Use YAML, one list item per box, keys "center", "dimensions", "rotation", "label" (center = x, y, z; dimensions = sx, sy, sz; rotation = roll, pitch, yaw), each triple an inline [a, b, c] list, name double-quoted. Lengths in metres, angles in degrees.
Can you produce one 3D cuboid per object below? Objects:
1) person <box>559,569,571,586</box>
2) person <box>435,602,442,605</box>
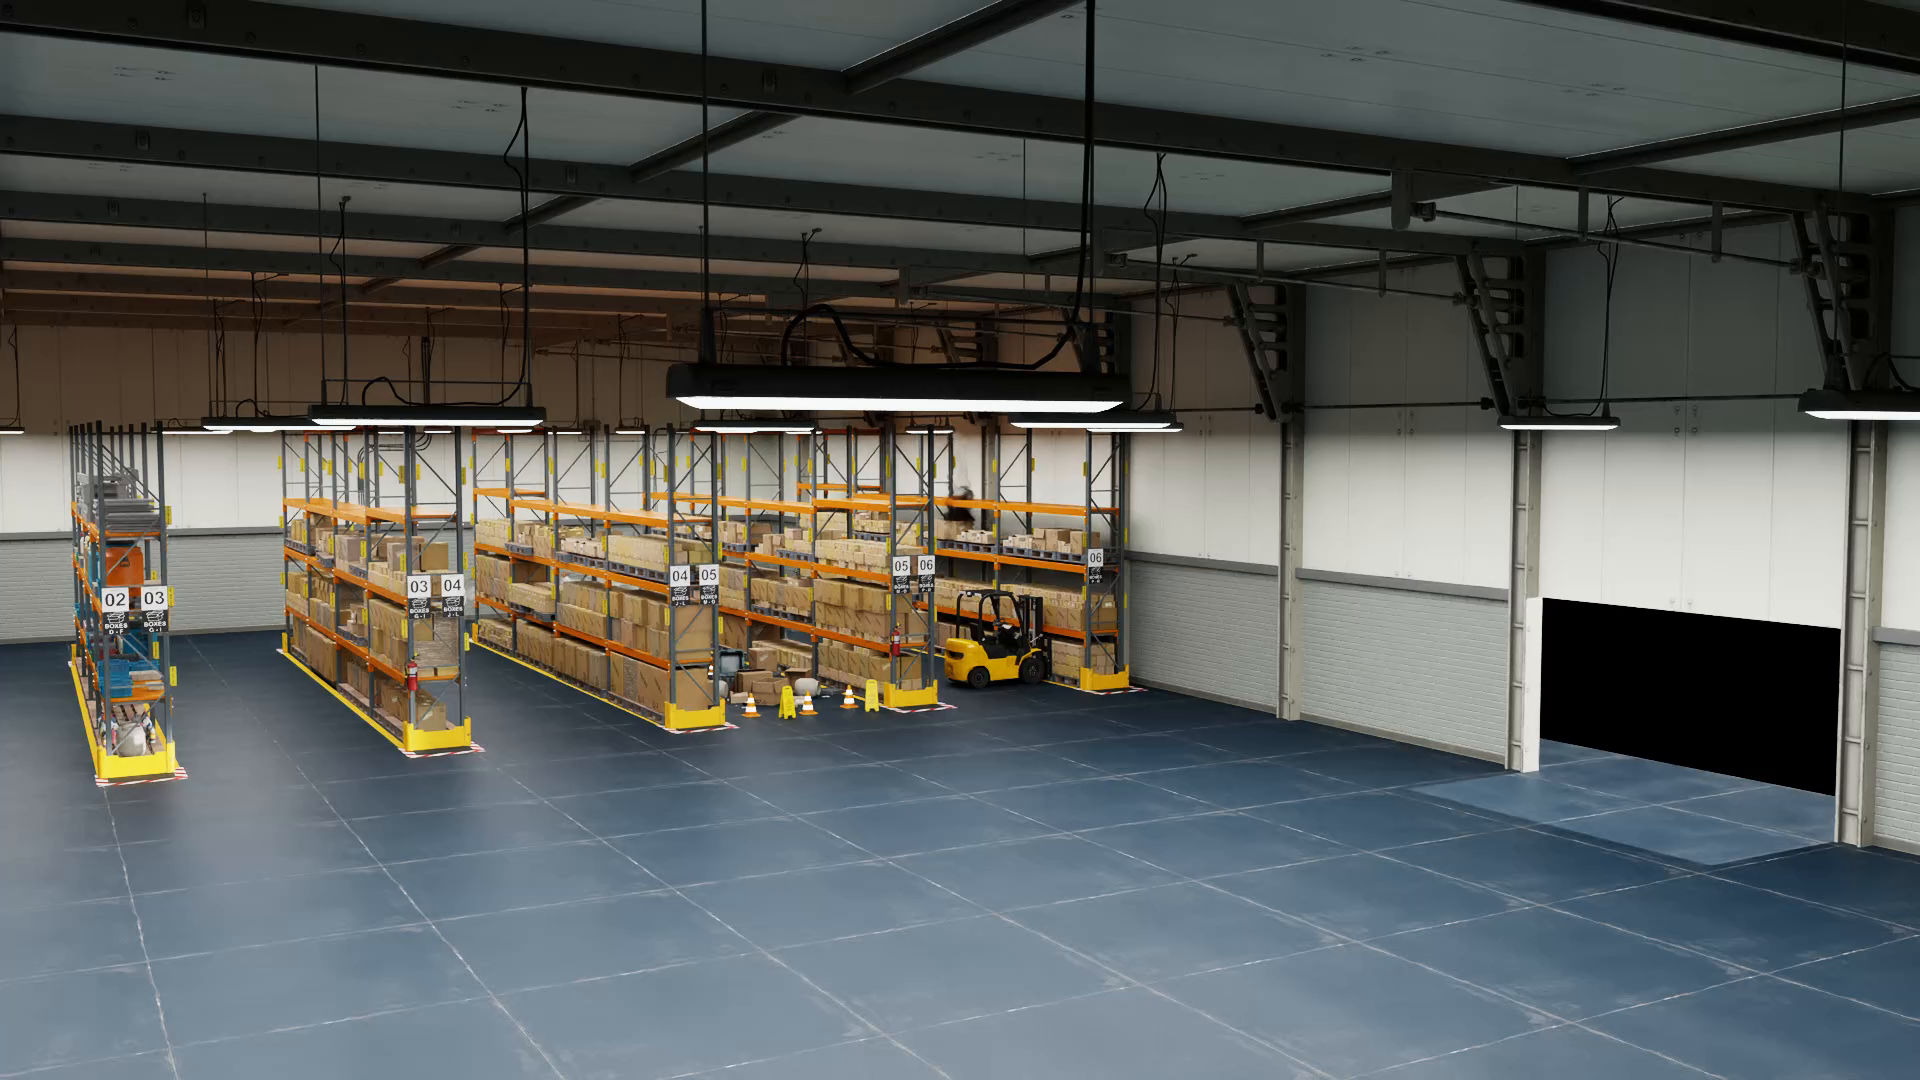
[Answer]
- center: [-11.772, 1.778, 49.516]
  dimensions: [0.672, 1.849, 0.855]
  rotation: [3, 5, 42]
  label: "person"
- center: [-14.407, 2.090, 45.844]
  dimensions: [0.638, 1.645, 0.623]
  rotation: [0, 4, -6]
  label: "person"
